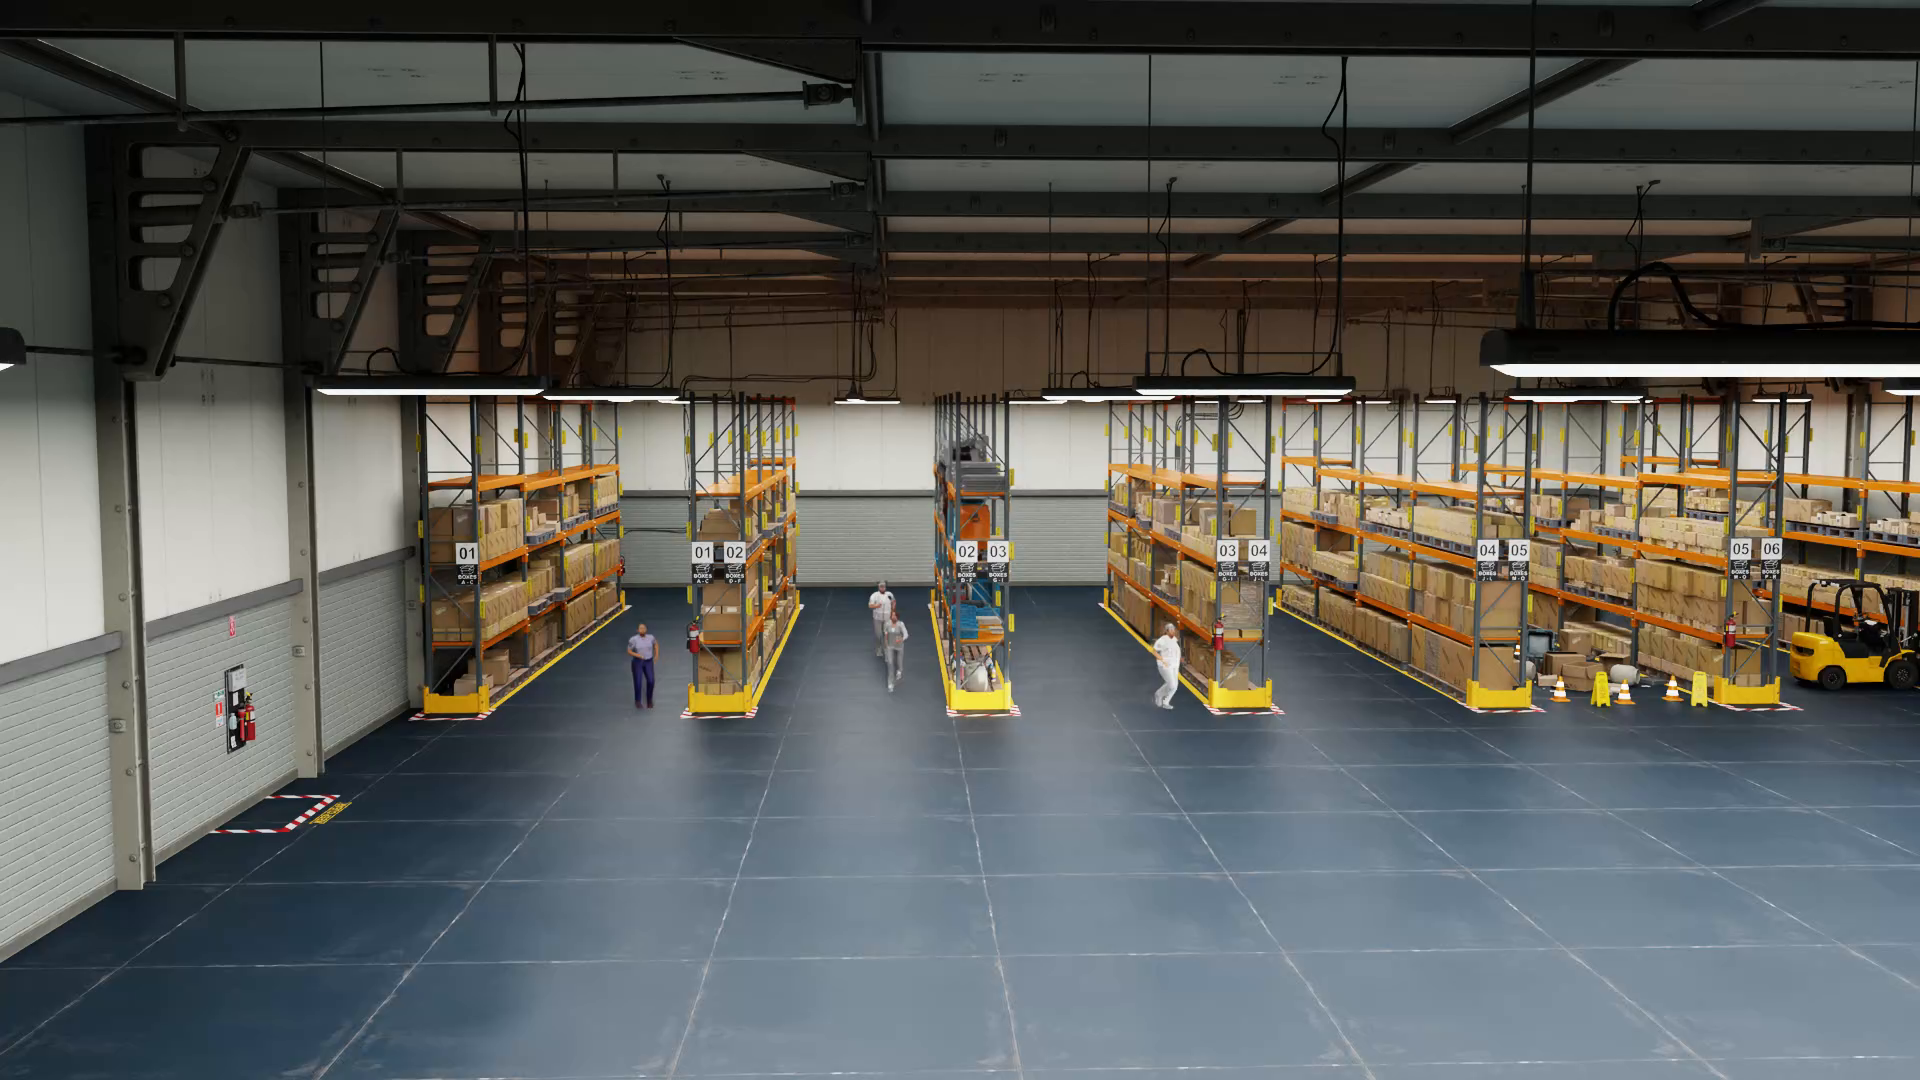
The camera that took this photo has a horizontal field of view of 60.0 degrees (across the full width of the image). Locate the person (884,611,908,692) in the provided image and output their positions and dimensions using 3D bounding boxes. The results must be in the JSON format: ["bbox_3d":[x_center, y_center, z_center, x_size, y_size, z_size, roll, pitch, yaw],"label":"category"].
[{"bbox_3d":[-1.303,2.224,33.851,0.506,1.600,1.020,0,5,2],"label":"person"}]

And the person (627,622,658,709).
[{"bbox_3d":[-5.996,2.399,31.534,0.621,1.683,0.679,-2,5,-22],"label":"person"}]

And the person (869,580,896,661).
[{"bbox_3d":[-1.755,1.815,37.710,0.642,1.840,0.762,-1,5,-8],"label":"person"}]

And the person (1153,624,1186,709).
[{"bbox_3d":[3.979,2.392,31.442,0.581,1.622,0.523,-4,6,-42],"label":"person"}]
